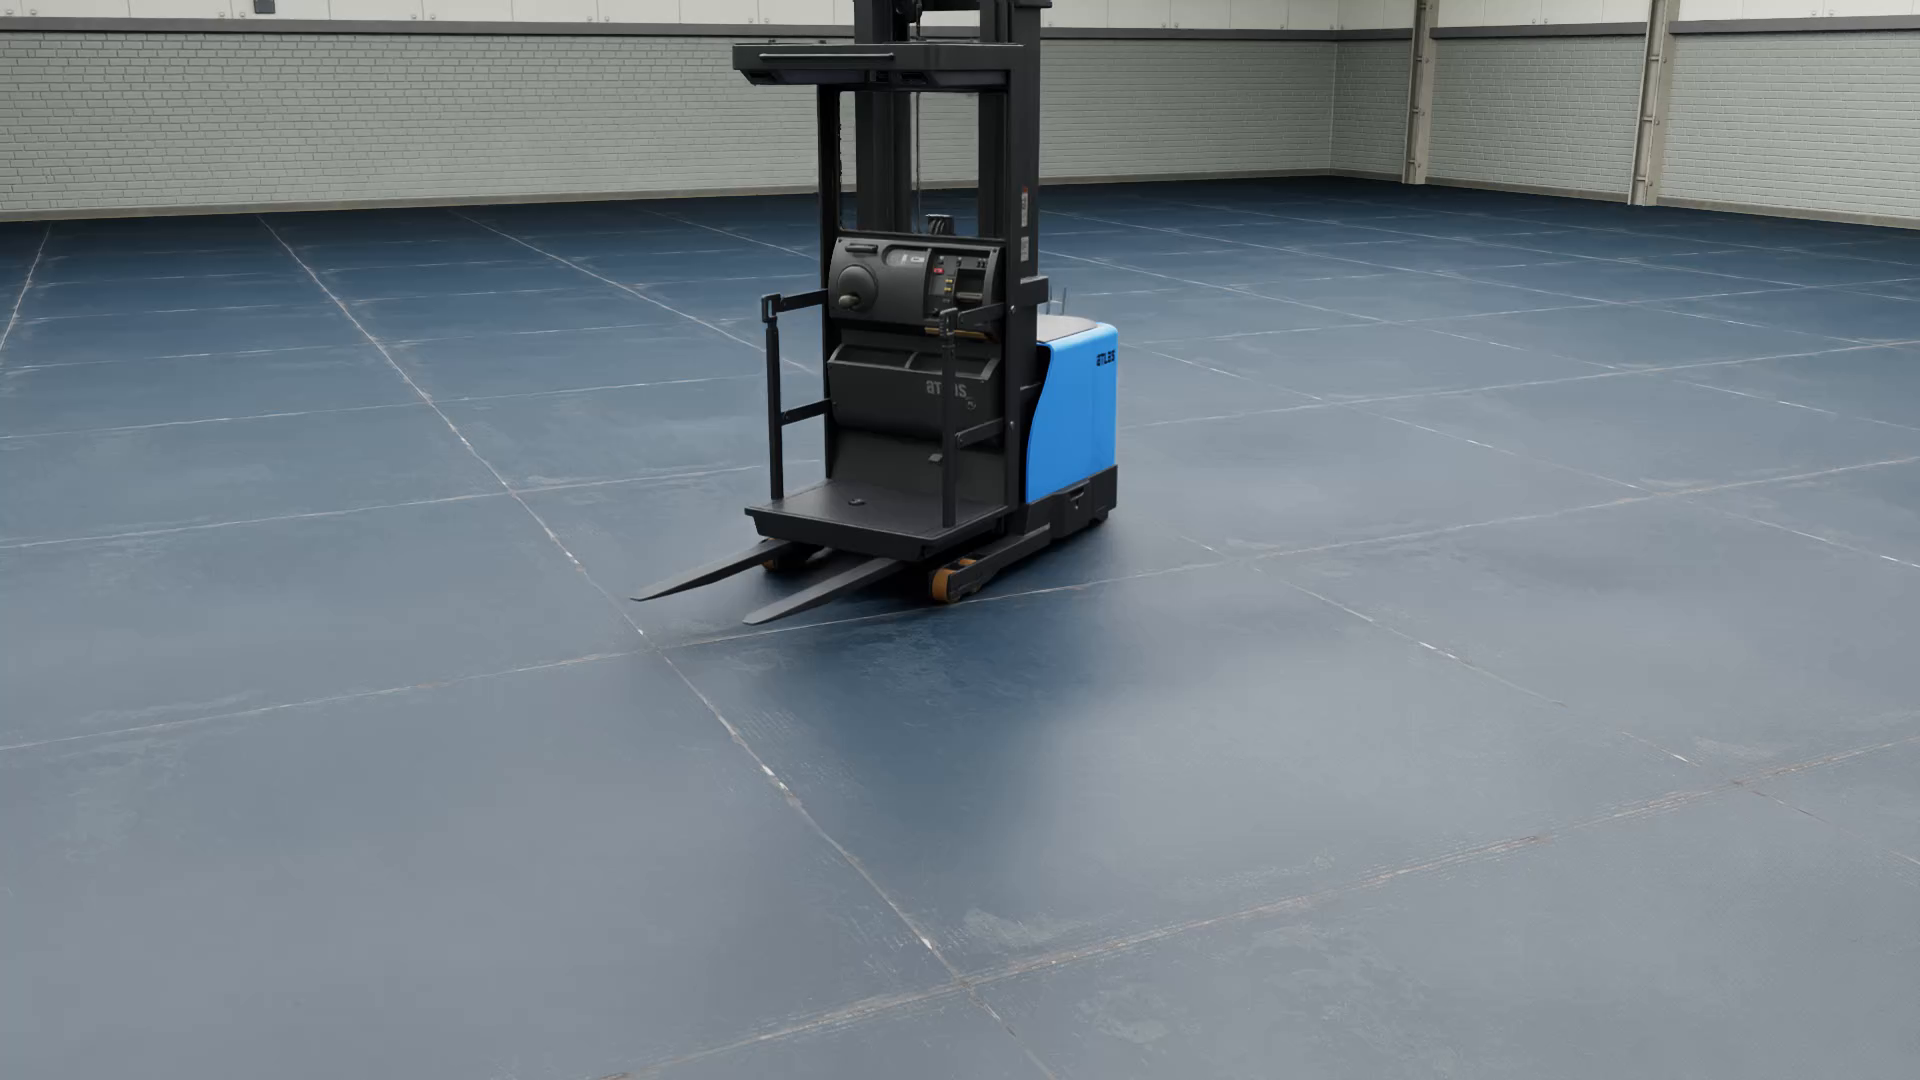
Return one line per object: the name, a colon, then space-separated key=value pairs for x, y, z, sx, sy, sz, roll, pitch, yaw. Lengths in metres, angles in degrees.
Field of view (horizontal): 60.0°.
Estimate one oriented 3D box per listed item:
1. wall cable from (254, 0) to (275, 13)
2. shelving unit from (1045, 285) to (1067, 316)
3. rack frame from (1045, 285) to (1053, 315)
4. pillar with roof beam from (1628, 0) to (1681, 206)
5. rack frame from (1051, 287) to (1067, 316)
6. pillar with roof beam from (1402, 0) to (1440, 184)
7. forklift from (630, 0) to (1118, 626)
wall cable: x=-10.432 y=-11.607 z=26.719 sx=2.305 sy=6.003 sz=0.169 roll=-8 pitch=18 yaw=-25
shelving unit: x=0.406 y=-0.862 z=9.550 sx=0.258 sy=1.200 sz=0.189 roll=9 pitch=8 yaw=29
rack frame: x=0.360 y=-0.856 z=9.471 sx=0.240 sy=1.200 sz=0.006 roll=9 pitch=8 yaw=29
pillar with roof beam: x=8.204 y=-9.737 z=26.369 sx=9.100 sy=9.000 sz=0.400 roll=-8 pitch=18 yaw=-25
rack frame: x=0.452 y=-0.868 z=9.628 sx=0.240 sy=1.200 sz=0.006 roll=9 pitch=8 yaw=29
pillar with roof beam: x=5.575 y=-11.225 z=31.553 sx=9.100 sy=9.000 sz=0.400 roll=-8 pitch=18 yaw=-25
forklift: x=-0.336 y=-1.257 z=7.816 sx=1.130 sy=2.935 sz=3.031 roll=10 pitch=19 yaw=30
